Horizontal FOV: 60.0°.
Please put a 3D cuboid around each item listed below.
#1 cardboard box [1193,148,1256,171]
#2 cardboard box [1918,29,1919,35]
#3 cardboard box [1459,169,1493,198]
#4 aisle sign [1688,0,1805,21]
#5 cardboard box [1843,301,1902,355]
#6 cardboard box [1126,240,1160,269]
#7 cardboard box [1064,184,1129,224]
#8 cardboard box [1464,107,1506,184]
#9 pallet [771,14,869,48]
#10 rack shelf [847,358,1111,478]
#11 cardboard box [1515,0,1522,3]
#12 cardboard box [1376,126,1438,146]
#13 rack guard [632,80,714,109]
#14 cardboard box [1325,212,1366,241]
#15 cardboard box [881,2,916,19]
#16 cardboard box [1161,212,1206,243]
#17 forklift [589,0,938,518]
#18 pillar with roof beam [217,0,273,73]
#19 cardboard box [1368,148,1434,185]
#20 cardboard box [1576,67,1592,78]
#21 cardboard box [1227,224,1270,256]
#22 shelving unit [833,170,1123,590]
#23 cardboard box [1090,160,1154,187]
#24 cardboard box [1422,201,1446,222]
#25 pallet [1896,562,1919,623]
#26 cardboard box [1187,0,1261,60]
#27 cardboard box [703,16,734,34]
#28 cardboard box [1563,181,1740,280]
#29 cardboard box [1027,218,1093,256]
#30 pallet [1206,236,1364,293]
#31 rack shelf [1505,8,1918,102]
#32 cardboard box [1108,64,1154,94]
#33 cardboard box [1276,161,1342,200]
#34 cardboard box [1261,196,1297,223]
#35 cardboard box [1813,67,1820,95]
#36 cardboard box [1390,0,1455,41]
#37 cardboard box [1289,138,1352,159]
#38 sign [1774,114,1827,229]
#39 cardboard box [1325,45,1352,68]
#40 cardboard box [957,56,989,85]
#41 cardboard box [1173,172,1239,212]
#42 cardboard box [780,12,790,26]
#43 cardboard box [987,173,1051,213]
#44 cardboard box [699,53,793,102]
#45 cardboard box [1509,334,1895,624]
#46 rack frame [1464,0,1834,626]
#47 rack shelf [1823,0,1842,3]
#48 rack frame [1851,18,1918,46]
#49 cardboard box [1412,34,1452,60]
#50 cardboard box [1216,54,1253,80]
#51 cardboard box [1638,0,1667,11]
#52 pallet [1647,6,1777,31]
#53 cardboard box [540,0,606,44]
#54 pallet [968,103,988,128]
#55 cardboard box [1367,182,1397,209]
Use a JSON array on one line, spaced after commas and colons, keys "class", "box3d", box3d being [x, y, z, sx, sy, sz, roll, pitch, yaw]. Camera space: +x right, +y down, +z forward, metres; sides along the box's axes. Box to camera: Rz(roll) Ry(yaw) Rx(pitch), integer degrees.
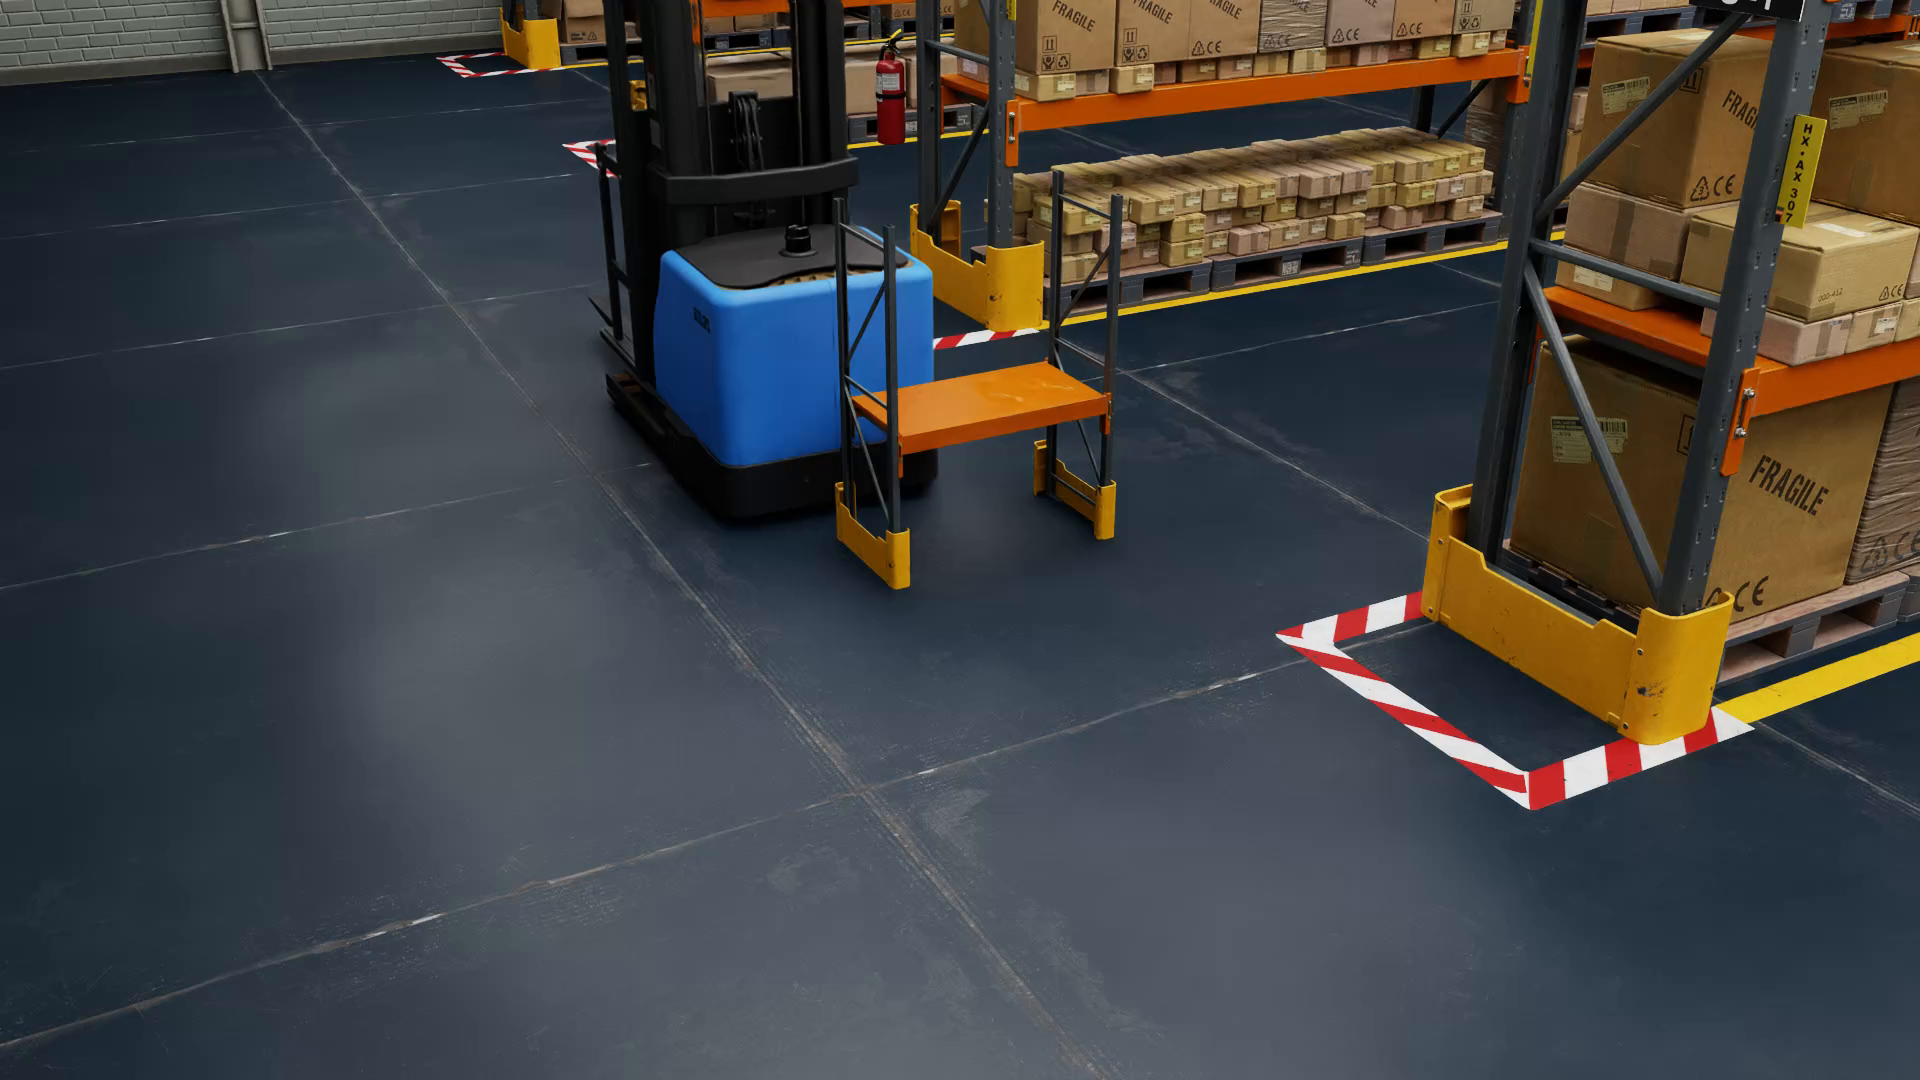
[{"class": "cardboard box", "box3d": [1.759, -2.495, 11.101, 0.250, 0.149, 0.380, -13, 28, -25]}, {"class": "cardboard box", "box3d": [8.430, -3.881, 13.981, 0.750, 0.750, 1.050, -13, 28, -24]}, {"class": "cardboard box", "box3d": [3.423, -2.474, 11.403, 0.250, 0.149, 0.380, -12, 28, -24]}, {"class": "aisle sign", "box3d": [2.344, -1.935, 4.811, 0.004, 0.787, 0.394, -13, 29, -25]}, {"class": "cardboard box", "box3d": [2.961, -0.778, 5.695, 0.250, 0.149, 0.380, -13, 29, -26]}, {"class": "cardboard box", "box3d": [1.043, -1.833, 10.412, 0.250, 0.149, 0.380, -13, 28, -25]}, {"class": "cardboard box", "box3d": [0.831, -2.058, 10.193, 0.250, 0.149, 0.380, -12, 28, -24]}, {"class": "cardboard box", "box3d": [4.086, -2.931, 12.292, 0.500, 0.500, 0.500, -14, 29, -26]}, {"class": "pallet", "box3d": [-1.813, -5.990, 19.482, 1.213, 0.211, 1.003, -13, 29, -25]}, {"class": "rack shelf", "box3d": [0.075, -0.531, 7.039, 1.000, 0.185, 0.538, -13, 29, -25]}, {"class": "cardboard box", "box3d": [3.808, -3.854, 11.617, 0.250, 0.149, 0.380, -14, 29, -26]}, {"class": "cardboard box", "box3d": [3.150, -2.803, 11.744, 0.250, 0.149, 0.380, -12, 28, -23]}, {"class": "rack guard", "box3d": [-2.418, -3.545, 14.056, 0.348, 0.500, 1.175, -13, 29, -25]}, {"class": "cardboard box", "box3d": [2.452, -2.105, 10.977, 0.250, 0.149, 0.380, -13, 29, -25]}, {"class": "cardboard box", "box3d": [-0.674, -6.462, 19.645, 0.500, 0.500, 0.500, -12, 28, -23]}, {"class": "cardboard box", "box3d": [1.325, -1.983, 10.379, 0.250, 0.149, 0.380, -12, 28, -24]}, {"class": "forklift", "box3d": [-1.201, -2.027, 8.085, 1.130, 2.935, 3.031, -12, 28, -23]}, {"class": "pillar with roof beam", "box3d": [-5.513, -7.427, 12.323, 0.400, 9.000, 9.100, -13, 29, -25]}, {"class": "cardboard box", "box3d": [2.937, -2.502, 11.116, 0.250, 0.149, 0.380, -13, 29, -26]}, {"class": "cardboard box", "box3d": [4.549, -3.370, 12.340, 0.500, 0.250, 0.500, -12, 28, -23]}, {"class": "cardboard box", "box3d": [1.761, -1.949, 10.653, 0.250, 0.149, 0.380, -15, 29, -28]}, {"class": "shelving unit", "box3d": [0.067, -0.692, 6.958, 1.083, 1.500, 0.587, -13, 29, -25]}, {"class": "cardboard box", "box3d": [1.045, -2.343, 10.786, 0.250, 0.149, 0.380, -14, 29, -27]}, {"class": "cardboard box", "box3d": [3.097, -2.295, 11.373, 0.250, 0.149, 0.380, -12, 28, -24]}, {"class": "pallet", "box3d": [4.010, -0.075, 7.162, 1.213, 0.211, 1.003, -13, 29, -25]}, {"class": "cardboard box", "box3d": [1.446, -3.186, 9.961, 0.500, 0.500, 0.500, -13, 28, -24]}, {"class": "cardboard box", "box3d": [-2.865, -5.951, 18.583, 0.500, 0.500, 0.500, -12, 28, -24]}, {"class": "cardboard box", "box3d": [2.569, -1.159, 6.027, 0.500, 0.250, 0.500, -13, 29, -26]}, {"class": "cardboard box", "box3d": [0.605, -1.854, 10.111, 0.250, 0.149, 0.380, -12, 28, -23]}, {"class": "pallet", "box3d": [1.897, -1.964, 11.097, 1.213, 0.211, 1.003, -13, 29, -25]}, {"class": "rack shelf", "box3d": [5.316, -3.705, 12.332, 4.000, 0.370, 1.077, -13, 29, -25]}, {"class": "cardboard box", "box3d": [0.929, -2.737, 9.774, 0.250, 0.149, 0.380, -14, 29, -27]}, {"class": "cardboard box", "box3d": [2.243, -2.328, 10.755, 0.250, 0.149, 0.380, -14, 29, -27]}, {"class": "cardboard box", "box3d": [1.977, -2.195, 10.822, 0.250, 0.149, 0.380, -12, 28, -23]}, {"class": "cardboard box", "box3d": [6.160, -3.490, 12.591, 0.500, 0.250, 0.500, -13, 28, -24]}, {"class": "cardboard box", "box3d": [2.799, -3.489, 10.592, 0.500, 0.500, 0.500, -14, 29, -26]}, {"class": "cardboard box", "box3d": [2.459, -2.637, 11.399, 0.250, 0.149, 0.380, -14, 29, -26]}, {"class": "sign", "box3d": [2.522, -1.105, 4.994, 0.005, 0.325, 0.100, -13, 29, -25]}, {"class": "cardboard box", "box3d": [2.255, -3.094, 10.519, 0.250, 0.149, 0.380, -13, 29, -26]}, {"class": "cardboard box", "box3d": [0.176, -2.868, 10.048, 0.250, 0.149, 0.380, -13, 29, -25]}, {"class": "cardboard box", "box3d": [1.542, -2.196, 10.479, 0.250, 0.149, 0.380, -12, 28, -23]}, {"class": "cardboard box", "box3d": [-1.875, -6.045, 19.048, 0.258, 0.266, 0.396, -12, 28, -23]}, {"class": "cardboard box", "box3d": [0.370, -2.184, 10.454, 0.250, 0.149, 0.380, -13, 28, -25]}, {"class": "cardboard box", "box3d": [-1.861, -3.884, 14.349, 0.875, 0.438, 0.875, -14, 29, -27]}, {"class": "cardboard box", "box3d": [2.794, -0.285, 6.347, 0.875, 0.875, 0.875, -13, 29, -25]}, {"class": "rack frame", "box3d": [2.267, -0.892, 5.643, 0.127, 3.000, 1.000, -13, 29, -25]}, {"class": "rack shelf", "box3d": [4.031, -2.327, 5.998, 4.000, 0.370, 1.077, -13, 29, -25]}, {"class": "rack frame", "box3d": [7.081, -4.436, 13.025, 0.127, 3.000, 1.000, -13, 29, -25]}, {"class": "cardboard box", "box3d": [2.969, -3.235, 10.813, 0.250, 0.149, 0.380, -12, 28, -23]}, {"class": "cardboard box", "box3d": [1.576, -2.927, 10.171, 0.250, 0.149, 0.380, -14, 29, -26]}, {"class": "cardboard box", "box3d": [4.580, -3.710, 11.318, 0.250, 0.149, 0.380, -13, 28, -25]}, {"class": "pallet", "box3d": [5.353, -3.931, 12.194, 1.213, 0.211, 1.003, -13, 29, -25]}, {"class": "cardboard box", "box3d": [-4.151, -5.724, 18.106, 0.637, 0.503, 0.797, -14, 29, -27]}, {"class": "pallet", "box3d": [0.425, -4.110, 15.566, 1.213, 0.211, 1.003, -13, 29, -25]}, {"class": "cardboard box", "box3d": [2.694, -2.340, 11.122, 0.250, 0.149, 0.380, -13, 28, -25]}]
